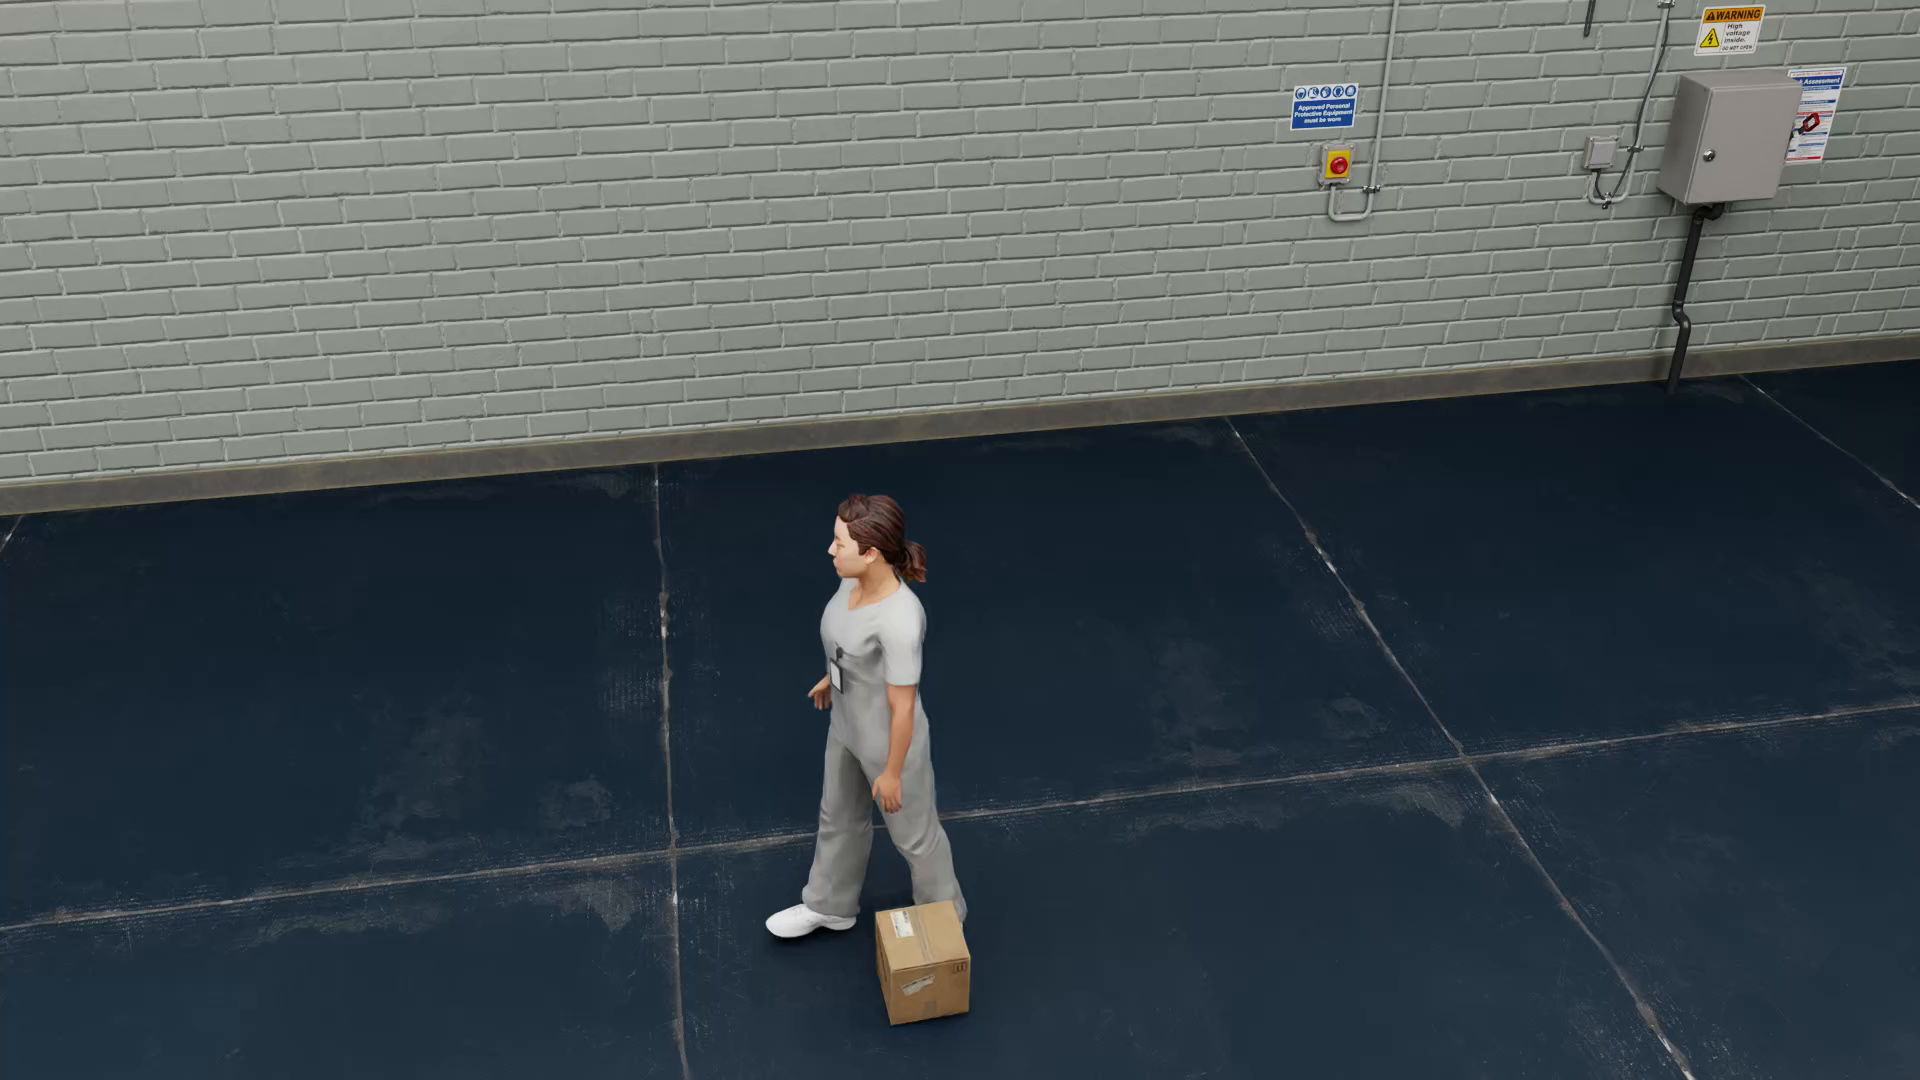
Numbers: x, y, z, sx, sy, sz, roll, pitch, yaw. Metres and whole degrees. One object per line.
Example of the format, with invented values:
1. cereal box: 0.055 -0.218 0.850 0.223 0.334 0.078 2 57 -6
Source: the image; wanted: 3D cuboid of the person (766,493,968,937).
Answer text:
1. person: -0.308 0.592 5.117 0.615 1.664 0.614 -14 34 -23
